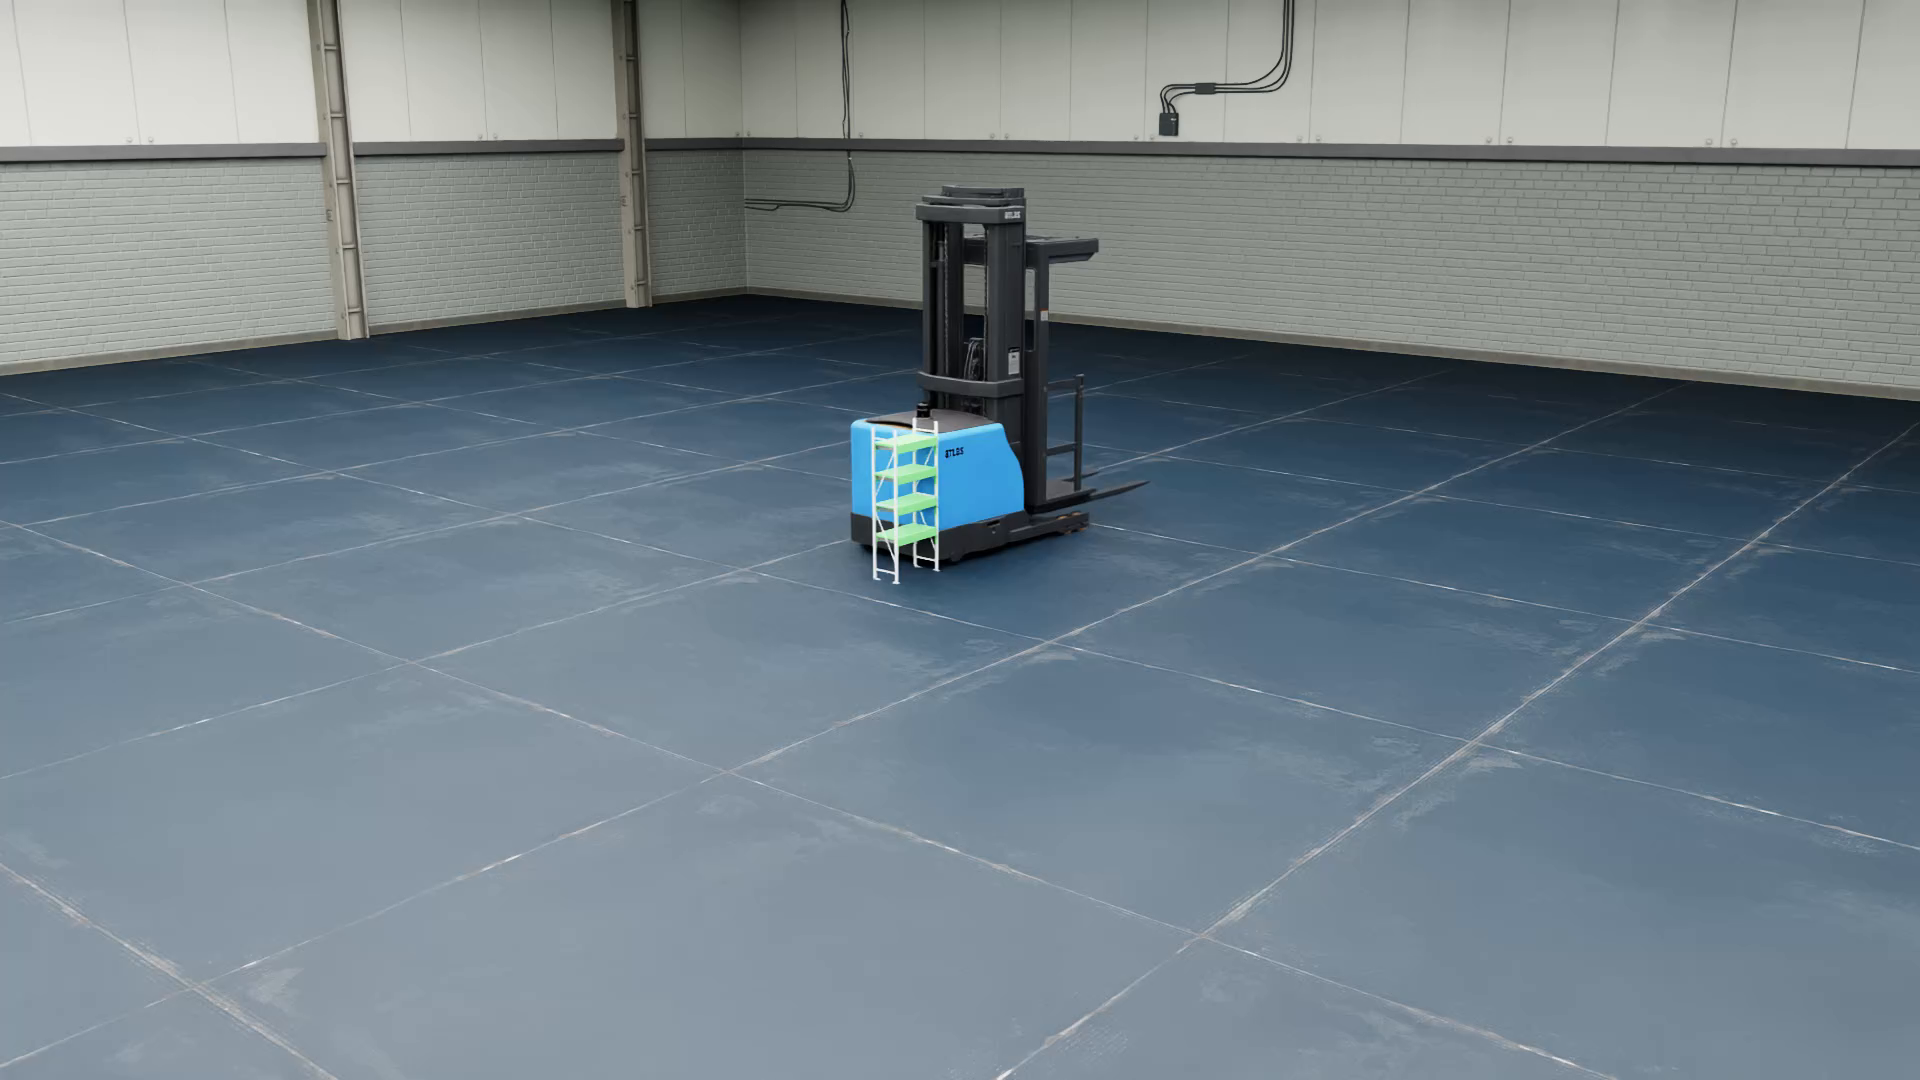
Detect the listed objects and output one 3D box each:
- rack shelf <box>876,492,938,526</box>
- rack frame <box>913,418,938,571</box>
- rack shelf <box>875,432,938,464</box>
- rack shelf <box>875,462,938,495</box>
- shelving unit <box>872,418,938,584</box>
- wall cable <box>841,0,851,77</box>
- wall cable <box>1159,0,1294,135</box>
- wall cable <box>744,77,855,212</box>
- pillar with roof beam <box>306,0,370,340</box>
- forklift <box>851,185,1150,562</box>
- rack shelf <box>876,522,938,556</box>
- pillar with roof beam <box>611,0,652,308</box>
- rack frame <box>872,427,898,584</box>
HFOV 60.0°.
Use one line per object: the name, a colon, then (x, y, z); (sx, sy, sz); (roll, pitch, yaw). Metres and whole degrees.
rack shelf: (-0.422, -0.244, 12.906); (0.258, 0.148, 0.480); (11, 18, 37)
rack frame: (-0.271, -0.353, 13.076); (0.240, 1.200, 0.015); (11, 18, 37)
rack shelf: (-0.422, -0.709, 12.788); (0.258, 0.148, 0.480); (11, 18, 37)
rack shelf: (-0.422, -0.477, 12.847); (0.258, 0.148, 0.480); (11, 18, 37)
shelving unit: (-0.422, -0.306, 12.890); (0.258, 1.200, 0.503); (11, 18, 37)
wall cable: (-1.113, -9.681, 30.003); (3.097, 2.526, 0.112); (11, 18, 38)
wall cable: (4.156, -9.333, 25.677); (2.305, 6.003, 0.169); (11, 18, 38)
wall cable: (-3.218, -7.652, 32.273); (3.097, 2.526, 0.112); (11, 18, 38)
pillar with roof beam: (-6.520, -6.982, 23.330); (9.100, 9.000, 0.400); (11, 18, 38)
forklift: (0.474, -1.537, 14.221); (1.130, 2.935, 3.031); (13, 19, 42)
rack shelf: (-0.422, -0.011, 12.965); (0.258, 0.148, 0.480); (11, 18, 37)
pillar with roof beam: (-2.749, -8.131, 27.853); (9.100, 9.000, 0.400); (11, 18, 38)
rack frame: (-0.573, -0.259, 12.705); (0.240, 1.200, 0.015); (11, 18, 37)
